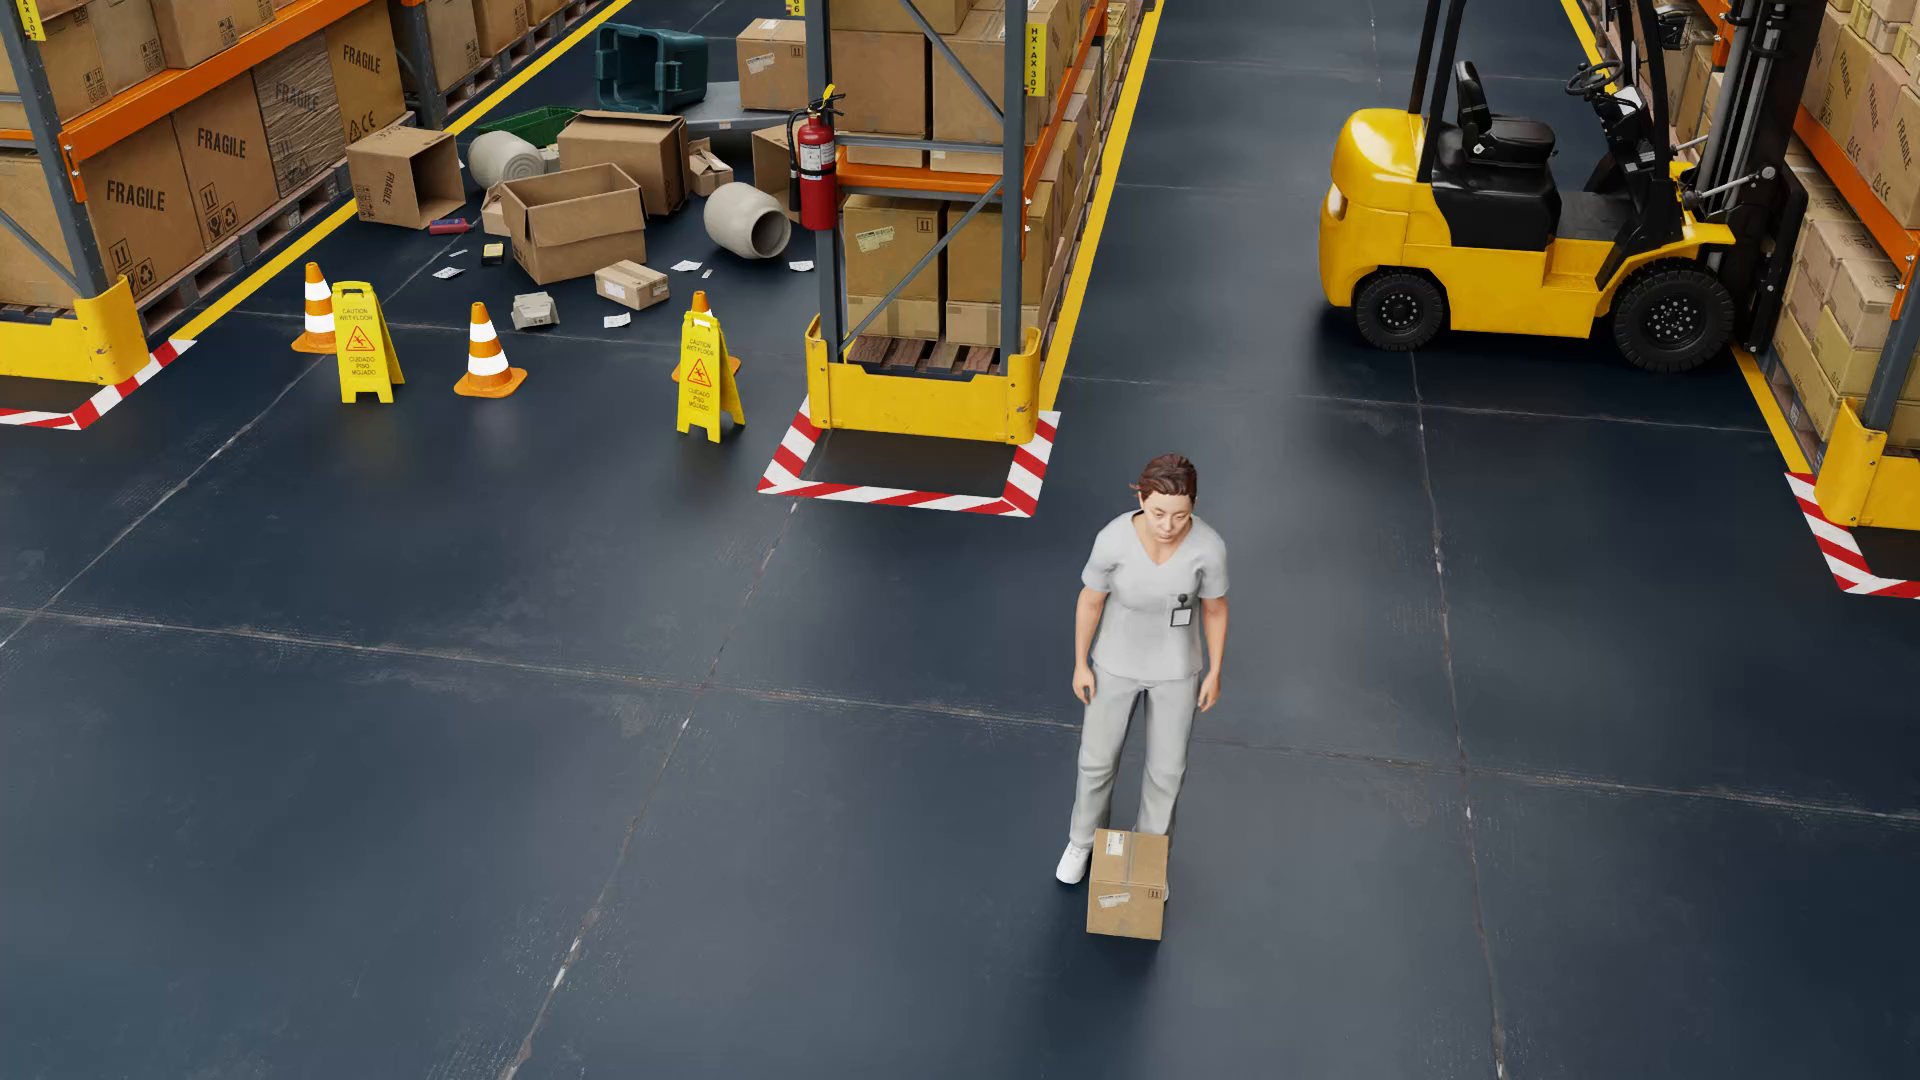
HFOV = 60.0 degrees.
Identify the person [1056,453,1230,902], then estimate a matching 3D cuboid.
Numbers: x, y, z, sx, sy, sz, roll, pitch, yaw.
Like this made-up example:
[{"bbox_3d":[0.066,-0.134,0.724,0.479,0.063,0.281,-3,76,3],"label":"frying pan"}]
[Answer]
[{"bbox_3d":[0.603,0.448,5.437,0.514,1.672,0.414,3,33,5],"label":"person"}]
